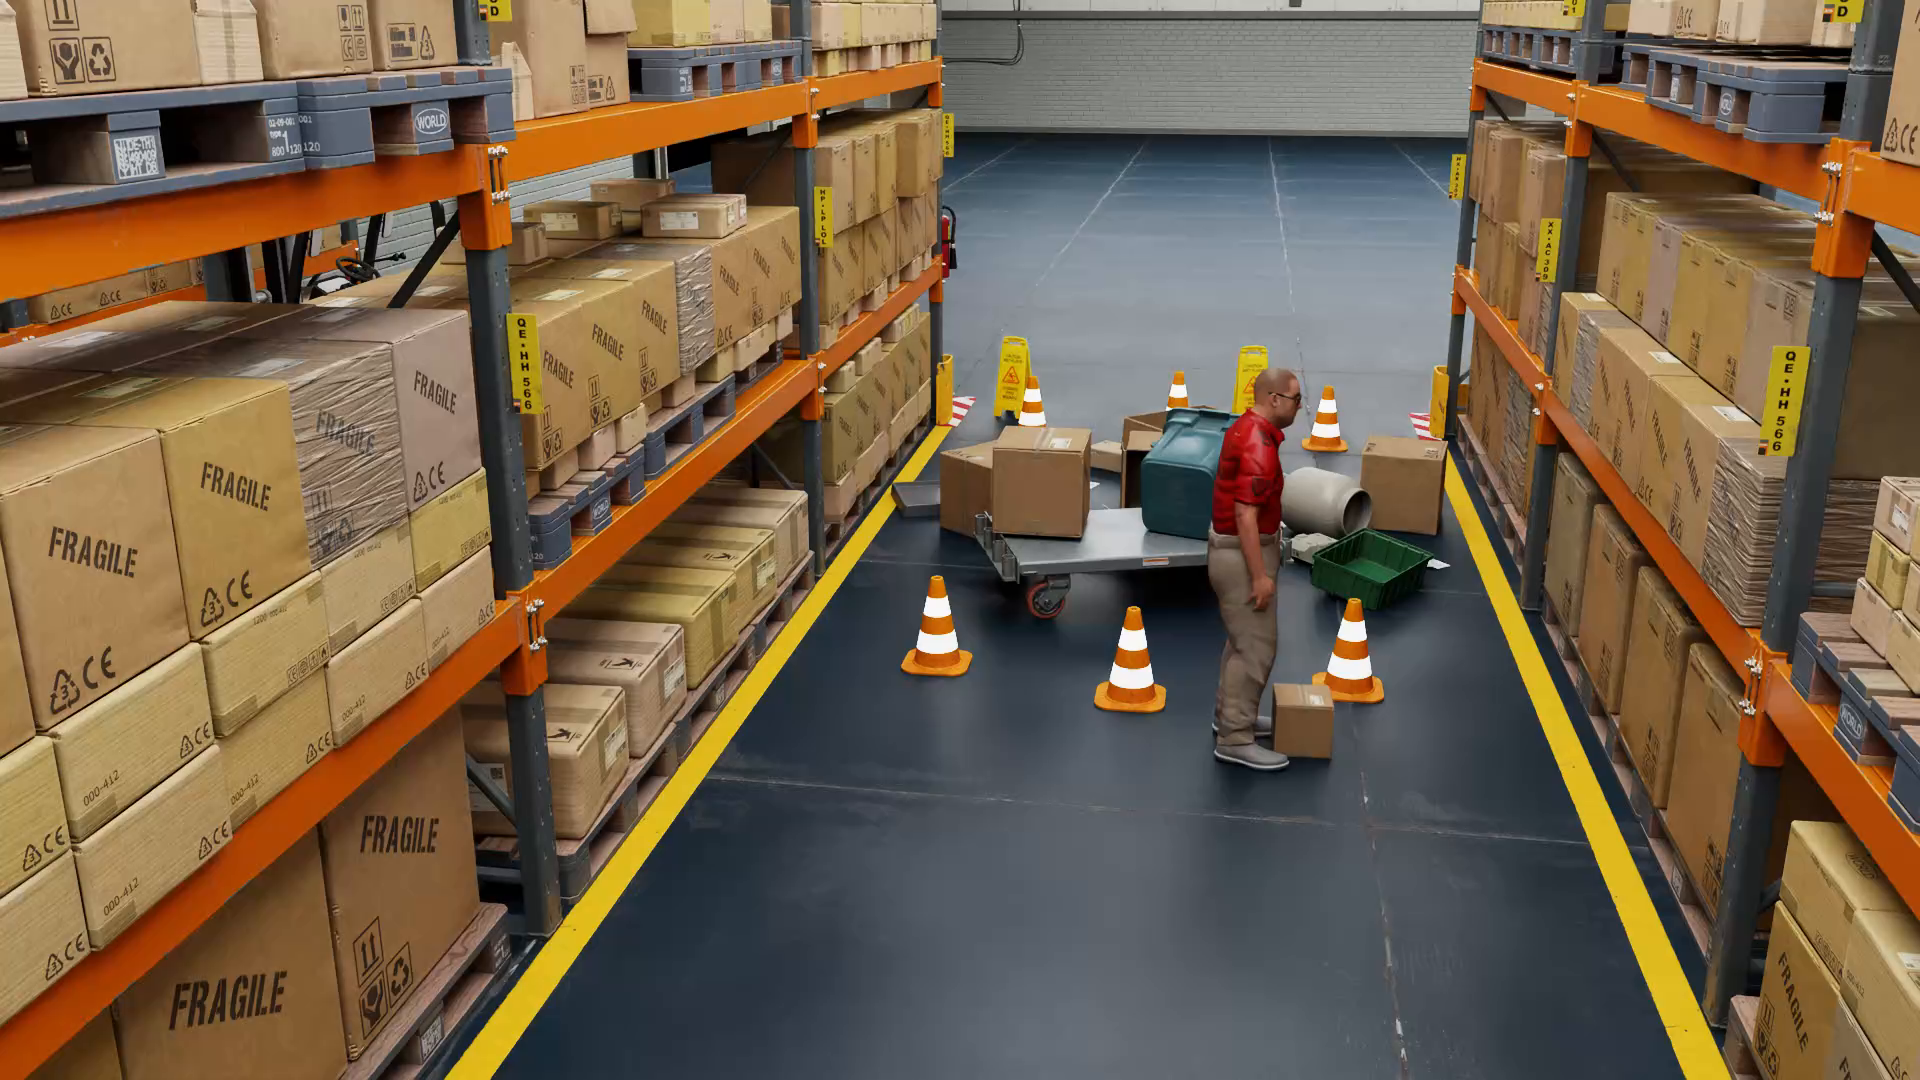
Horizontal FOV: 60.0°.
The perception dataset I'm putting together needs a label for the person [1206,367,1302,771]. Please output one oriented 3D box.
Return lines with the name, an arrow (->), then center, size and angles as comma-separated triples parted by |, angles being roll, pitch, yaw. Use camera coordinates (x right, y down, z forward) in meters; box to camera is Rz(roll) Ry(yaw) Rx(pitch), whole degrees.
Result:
person -> 1.278, 0.098, 7.270 | 0.393, 1.725, 0.594 | 2, 18, 6
